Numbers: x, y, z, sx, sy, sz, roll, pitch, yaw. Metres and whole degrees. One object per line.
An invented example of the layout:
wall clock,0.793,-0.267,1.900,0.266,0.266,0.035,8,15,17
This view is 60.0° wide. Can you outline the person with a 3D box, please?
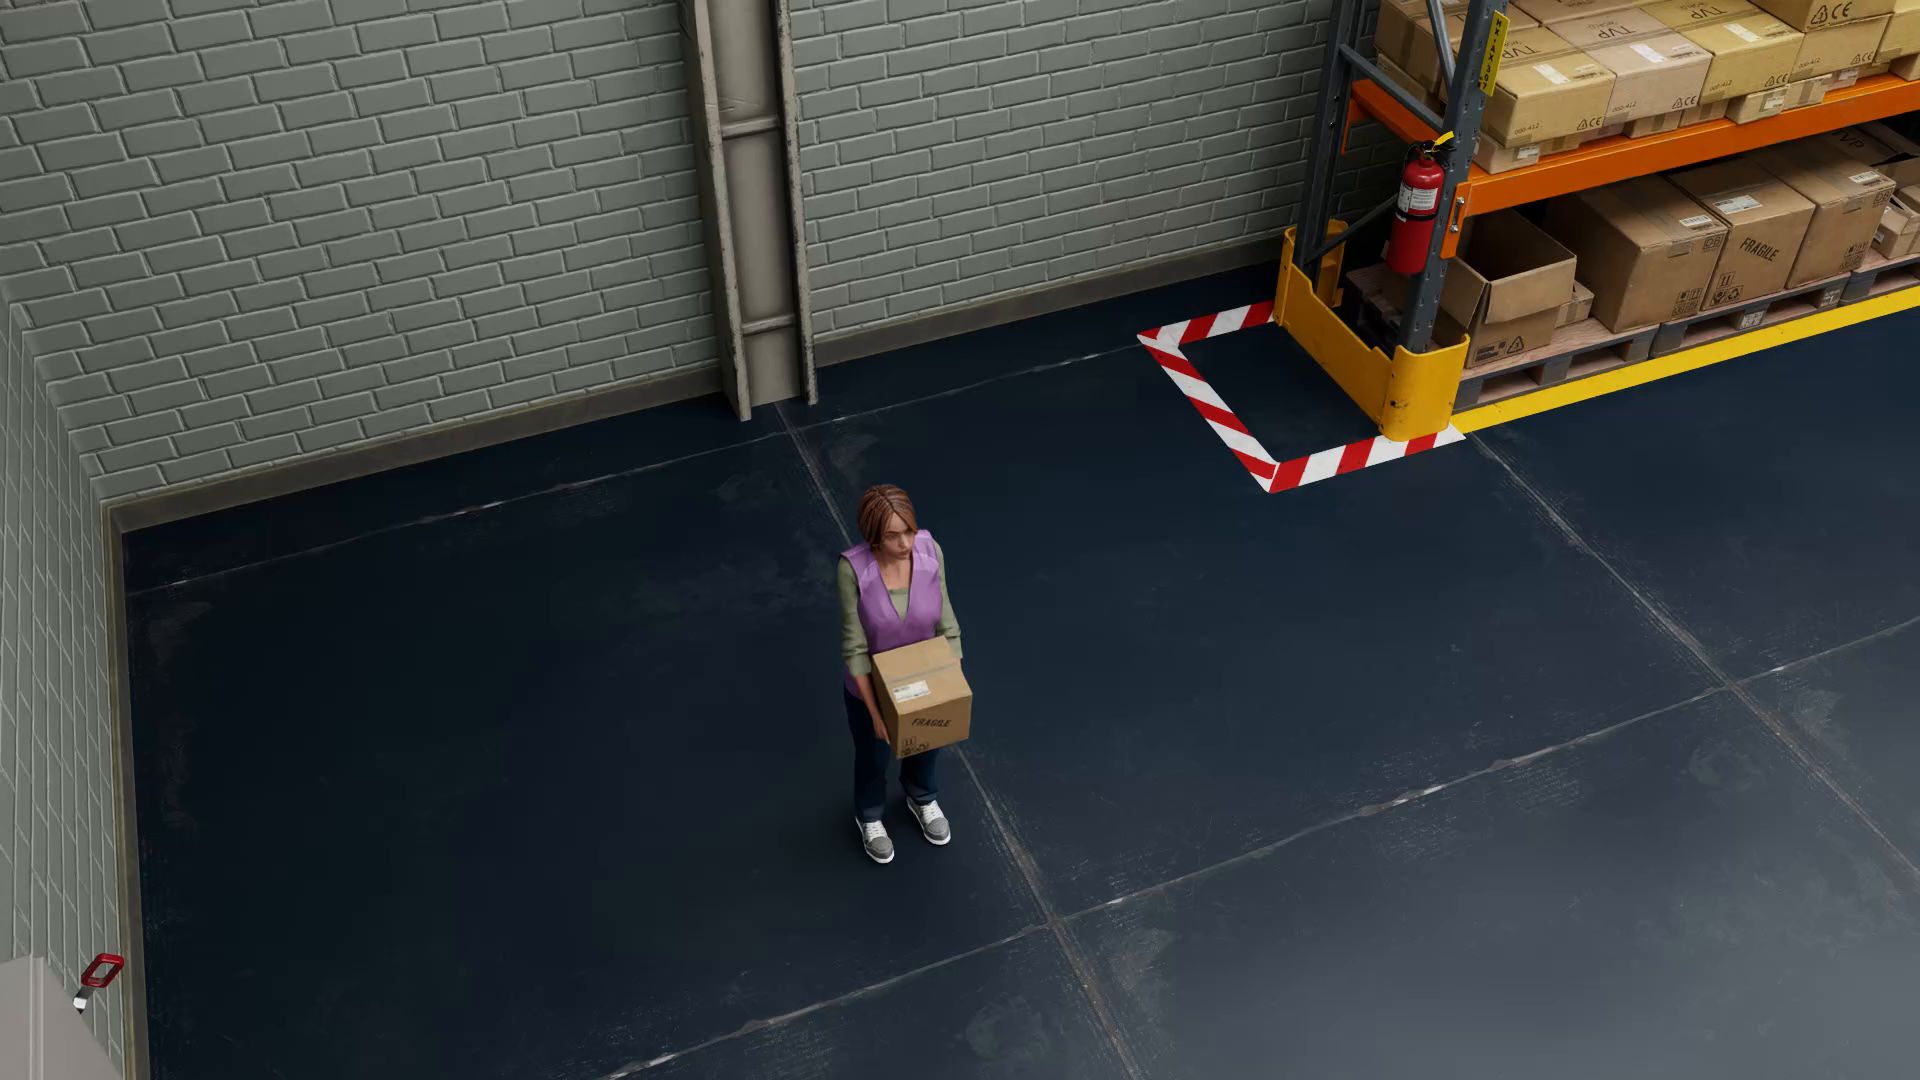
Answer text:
person,-0.190,0.522,5.599,0.404,1.594,0.494,-15,44,-16
